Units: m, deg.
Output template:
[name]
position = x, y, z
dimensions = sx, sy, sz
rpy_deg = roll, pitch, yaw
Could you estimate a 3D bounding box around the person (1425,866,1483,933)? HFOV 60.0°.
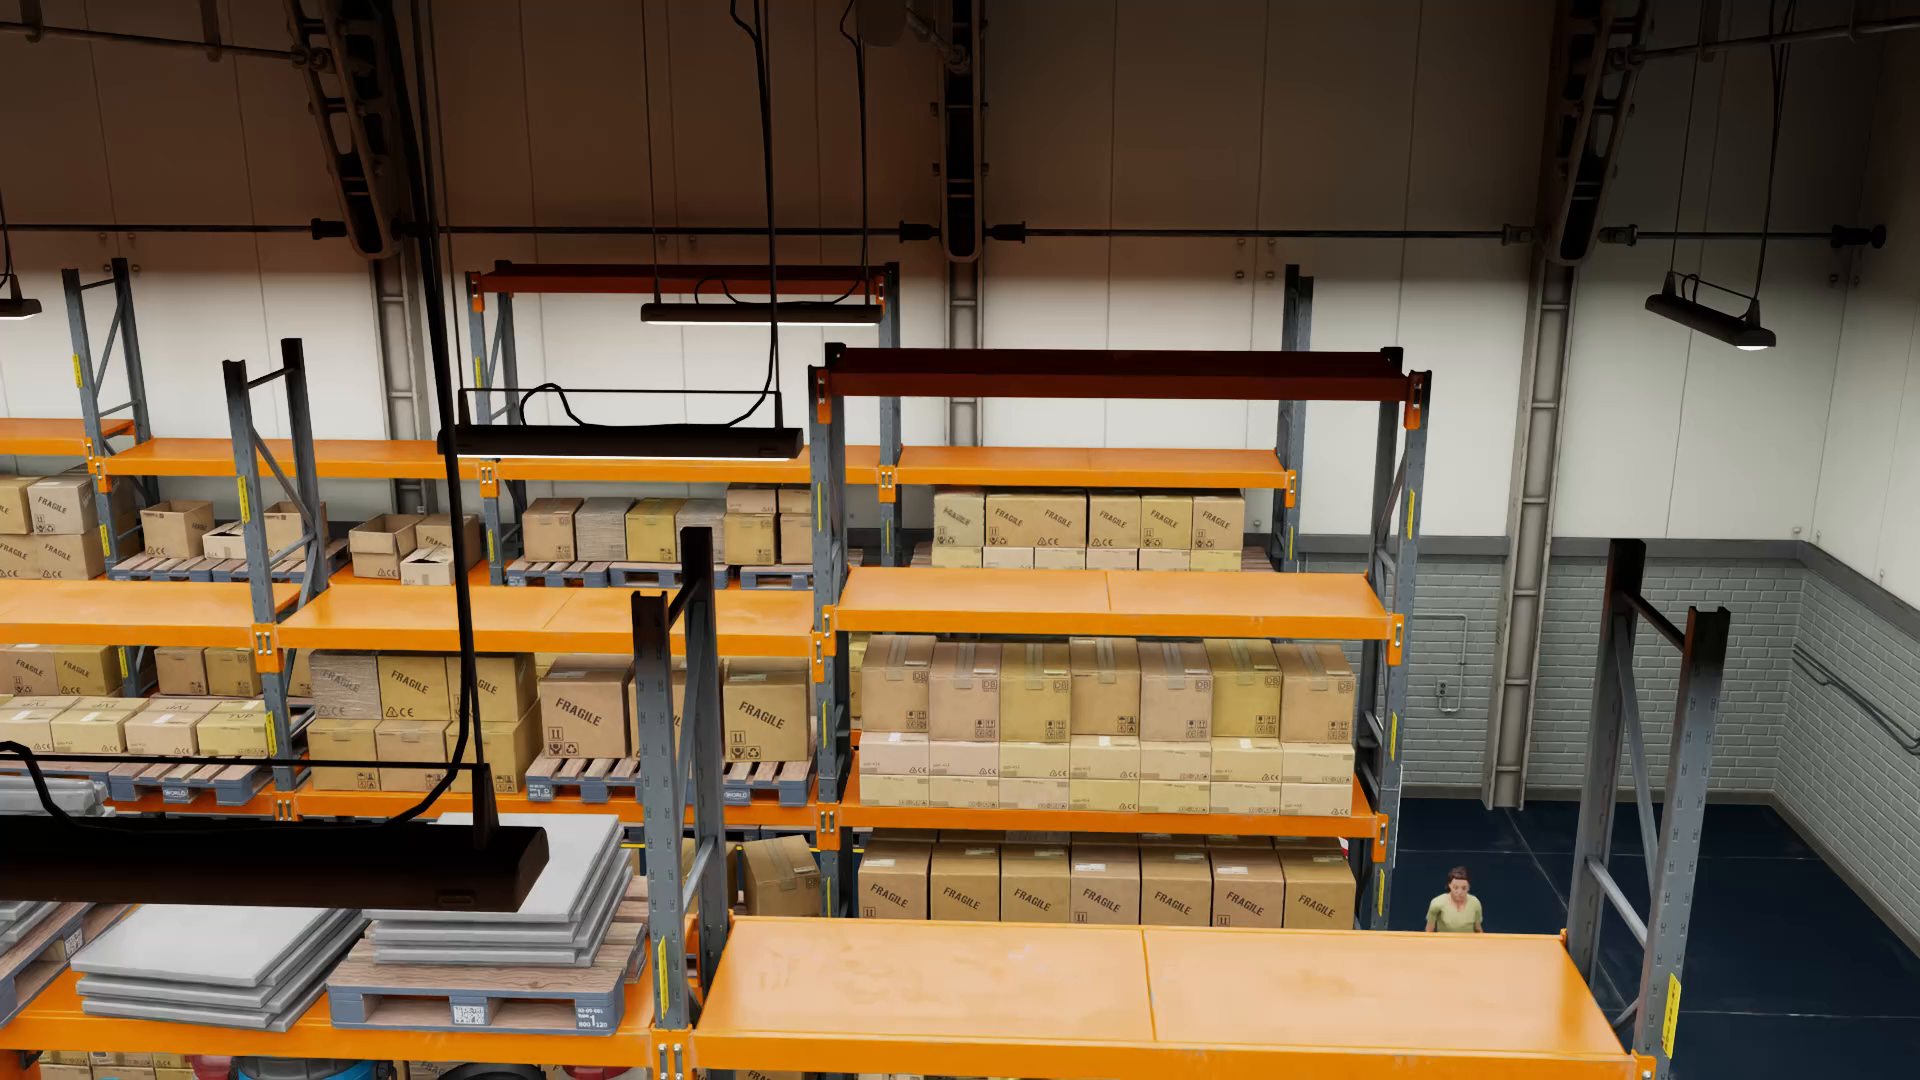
[person]
position = 4.069, 3.452, 13.775
dimensions = 0.484, 1.692, 0.453
rpy_deg = -1, 16, -5
